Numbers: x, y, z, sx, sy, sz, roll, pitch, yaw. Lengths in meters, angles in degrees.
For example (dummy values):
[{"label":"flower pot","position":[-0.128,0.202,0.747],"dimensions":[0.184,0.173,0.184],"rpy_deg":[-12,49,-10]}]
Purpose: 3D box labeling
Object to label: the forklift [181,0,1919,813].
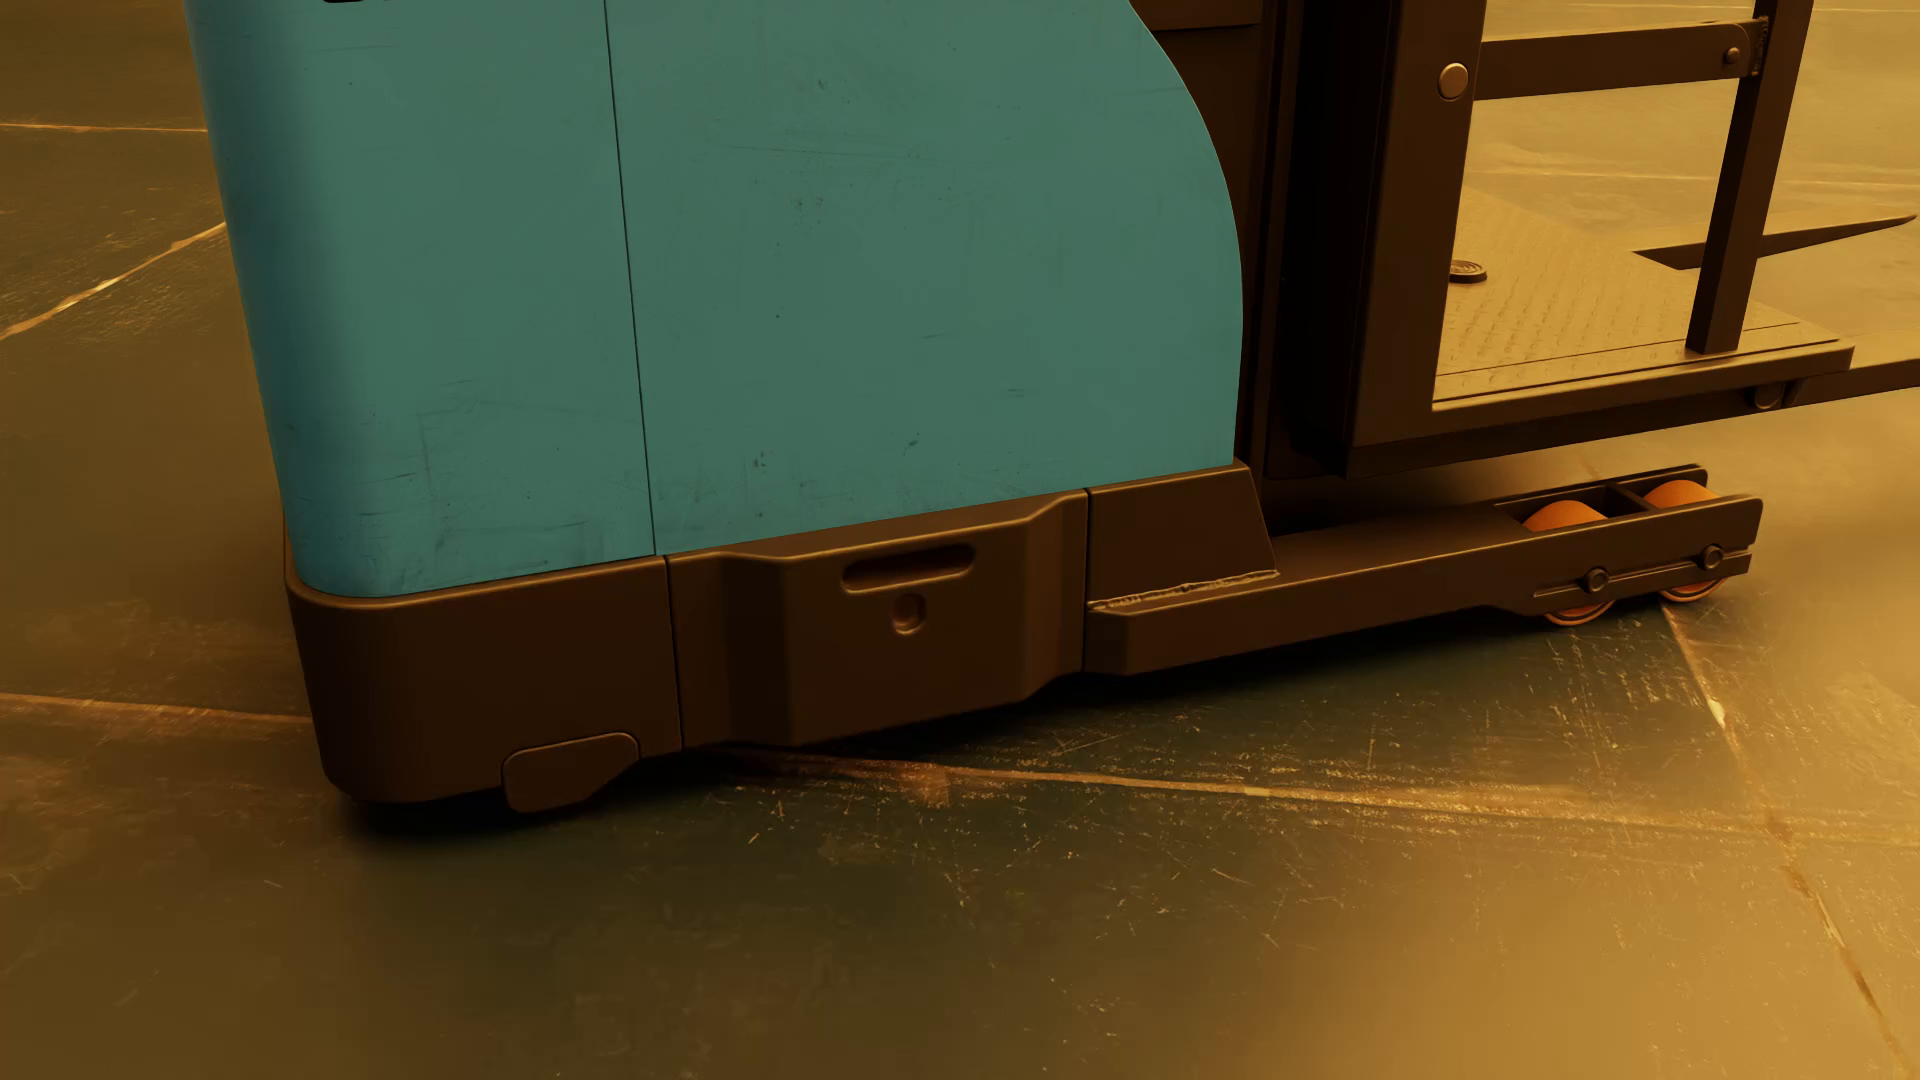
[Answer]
[{"label":"forklift","position":[0.572,-1.406,2.035],"dimensions":[3.031,2.935,1.130],"rpy_deg":[-9,28,-18]}]
